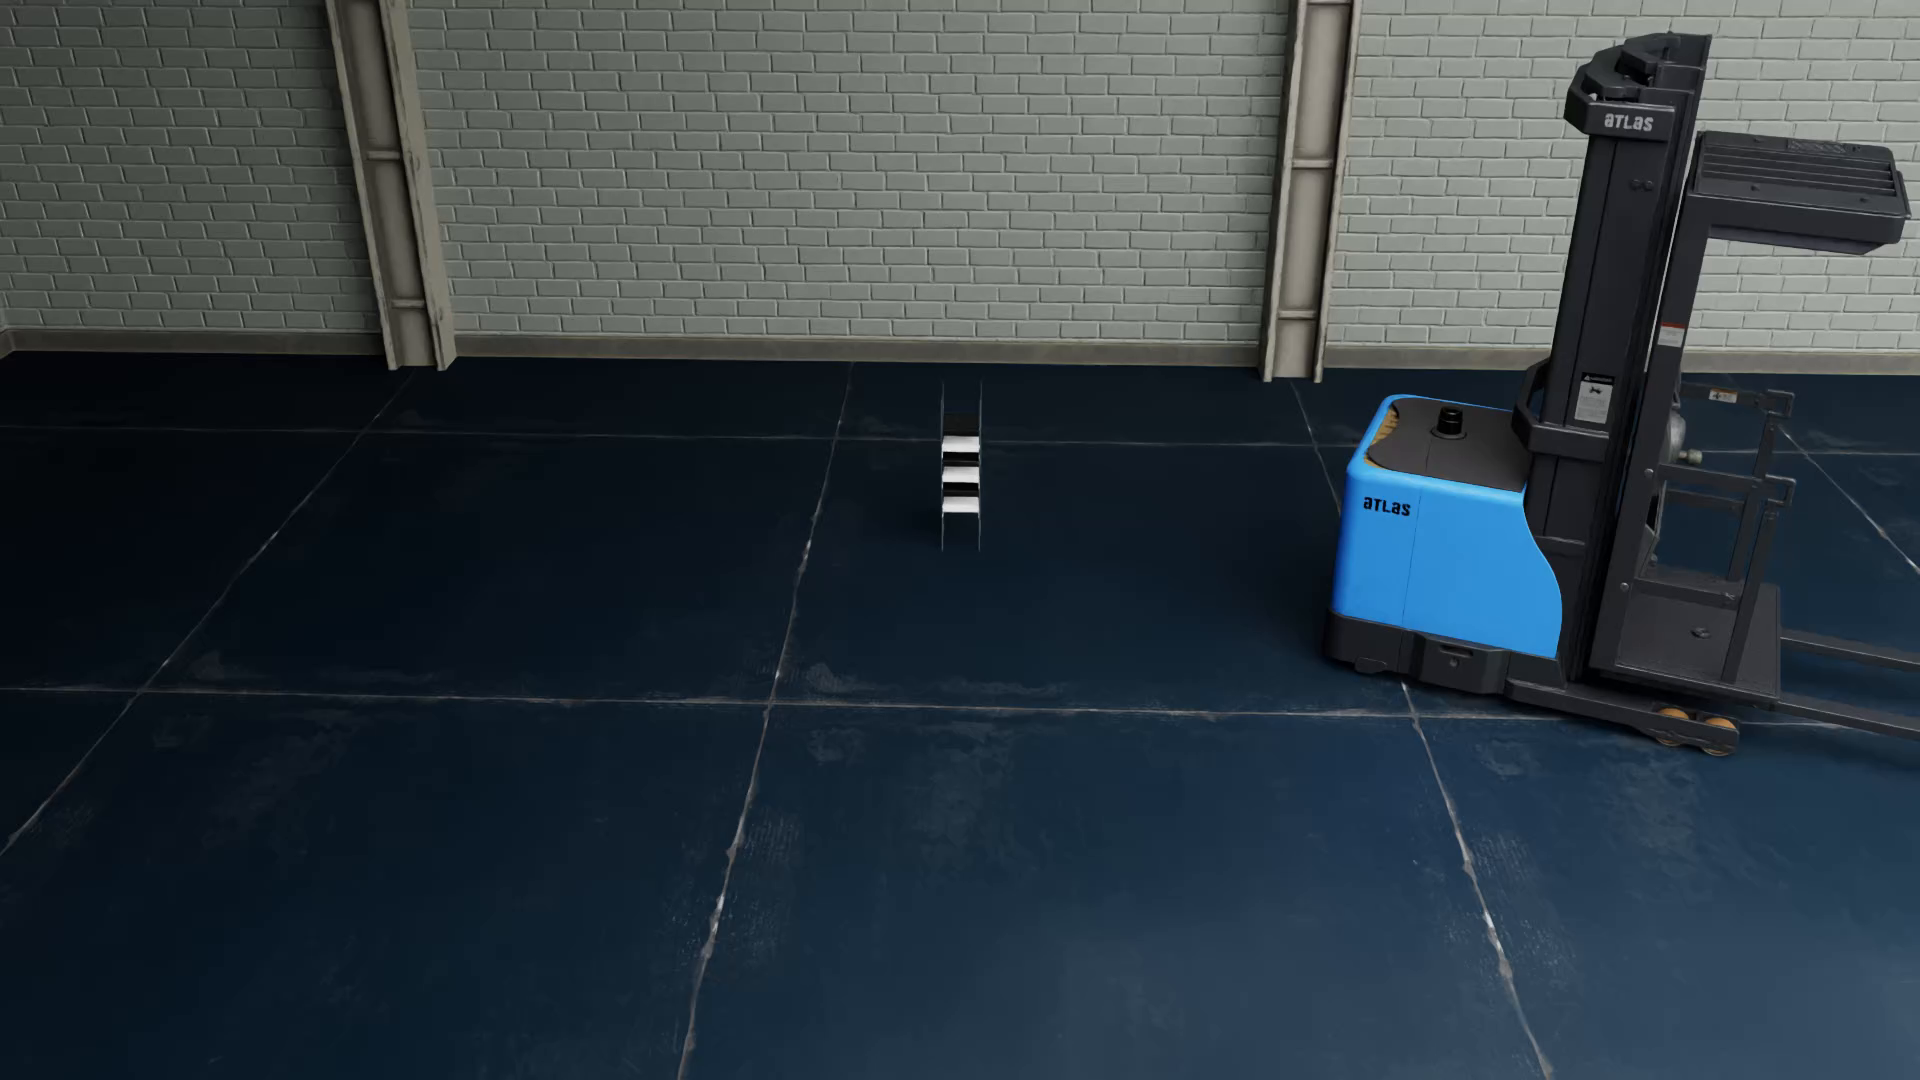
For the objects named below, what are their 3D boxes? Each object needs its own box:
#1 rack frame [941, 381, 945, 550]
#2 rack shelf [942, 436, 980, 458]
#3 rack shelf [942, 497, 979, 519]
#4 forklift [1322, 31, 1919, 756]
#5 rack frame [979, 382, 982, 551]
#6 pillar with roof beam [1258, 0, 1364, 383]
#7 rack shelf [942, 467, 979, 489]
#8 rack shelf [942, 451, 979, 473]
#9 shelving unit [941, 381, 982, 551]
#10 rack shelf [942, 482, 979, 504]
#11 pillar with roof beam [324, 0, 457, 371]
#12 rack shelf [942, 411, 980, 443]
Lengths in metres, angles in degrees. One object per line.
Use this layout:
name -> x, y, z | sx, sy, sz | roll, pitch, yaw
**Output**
rack frame -> -0.093, -0.399, 9.042 | 0.006, 0.900, 0.240 | 1, 28, 2
rack shelf -> 0.008, -0.527, 8.970 | 0.200, 0.077, 0.258 | 1, 28, 2
rack shelf -> 0.008, -0.209, 9.139 | 0.200, 0.077, 0.258 | 1, 28, 2
forklift -> 3.327, -0.614, 7.280 | 3.031, 2.935, 1.130 | 12, 30, 21
rack frame -> 0.110, -0.396, 9.036 | 0.006, 0.900, 0.240 | 1, 28, 2
pillar with roof beam -> 2.105, -3.102, 5.493 | 0.400, 9.000, 9.100 | 1, 28, 2
rack shelf -> 0.008, -0.368, 9.055 | 0.200, 0.077, 0.258 | 1, 28, 2
rack shelf -> 0.008, -0.448, 9.012 | 0.200, 0.077, 0.258 | 1, 28, 2
shelving unit -> 0.008, -0.397, 9.039 | 0.210, 0.900, 0.258 | 1, 28, 2
rack shelf -> 0.008, -0.288, 9.097 | 0.200, 0.077, 0.258 | 1, 28, 2
pillar with roof beam -> -3.892, -3.201, 5.680 | 0.400, 9.000, 9.100 | 1, 28, 2
rack shelf -> 0.008, -0.607, 8.928 | 0.200, 0.077, 0.258 | 1, 28, 2
